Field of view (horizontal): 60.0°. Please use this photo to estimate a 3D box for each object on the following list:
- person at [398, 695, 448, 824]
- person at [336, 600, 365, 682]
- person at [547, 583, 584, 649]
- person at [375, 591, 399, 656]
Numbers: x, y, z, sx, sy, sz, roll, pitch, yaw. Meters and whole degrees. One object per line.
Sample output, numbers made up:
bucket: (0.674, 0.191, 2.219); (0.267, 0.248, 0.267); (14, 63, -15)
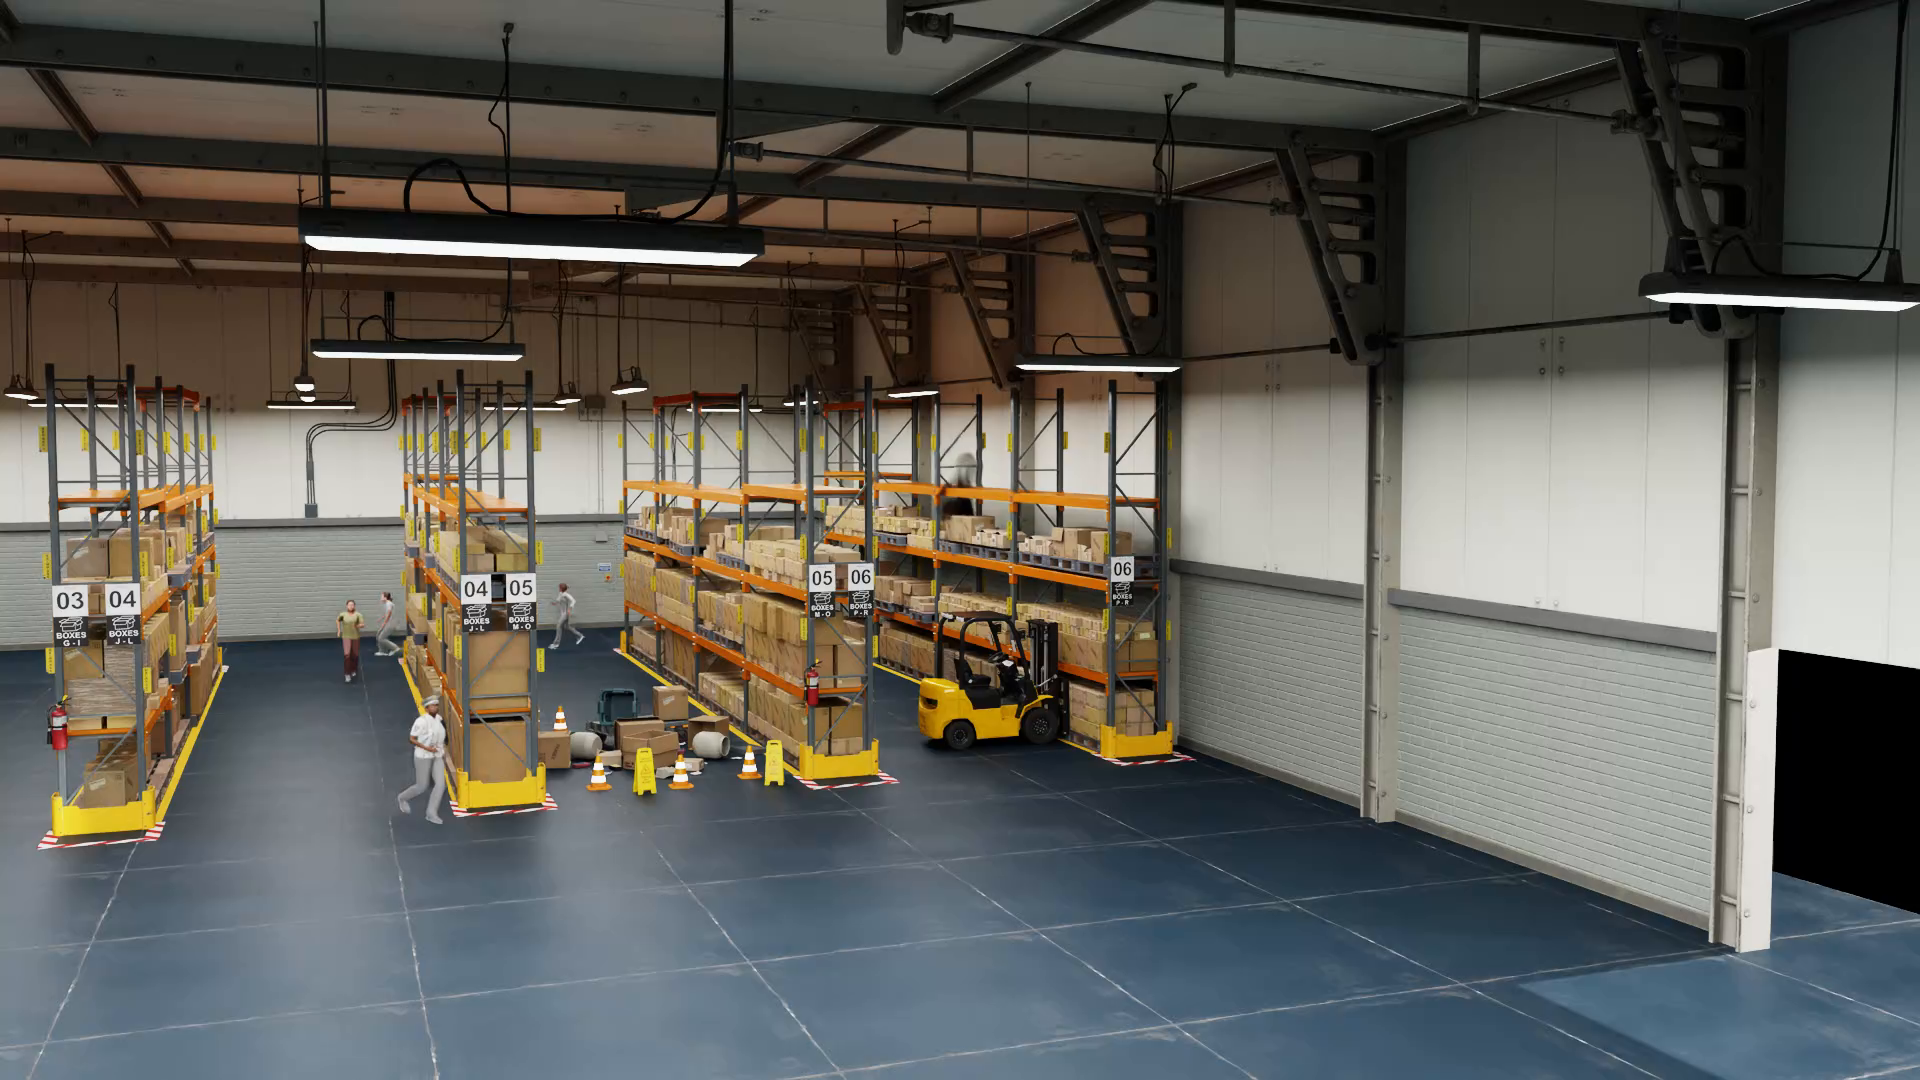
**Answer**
person: (-7.073, 2.890, 22.081); (0.757, 1.685, 0.594); (2, 4, 33)
person: (-12.843, 2.114, 35.081); (0.546, 1.726, 0.747); (-2, 4, -25)
person: (-9.562, 1.822, 40.311); (0.892, 1.591, 0.536); (-2, 4, -25)
person: (-13.386, 1.963, 38.834); (0.528, 1.536, 0.766); (-1, 4, -23)
